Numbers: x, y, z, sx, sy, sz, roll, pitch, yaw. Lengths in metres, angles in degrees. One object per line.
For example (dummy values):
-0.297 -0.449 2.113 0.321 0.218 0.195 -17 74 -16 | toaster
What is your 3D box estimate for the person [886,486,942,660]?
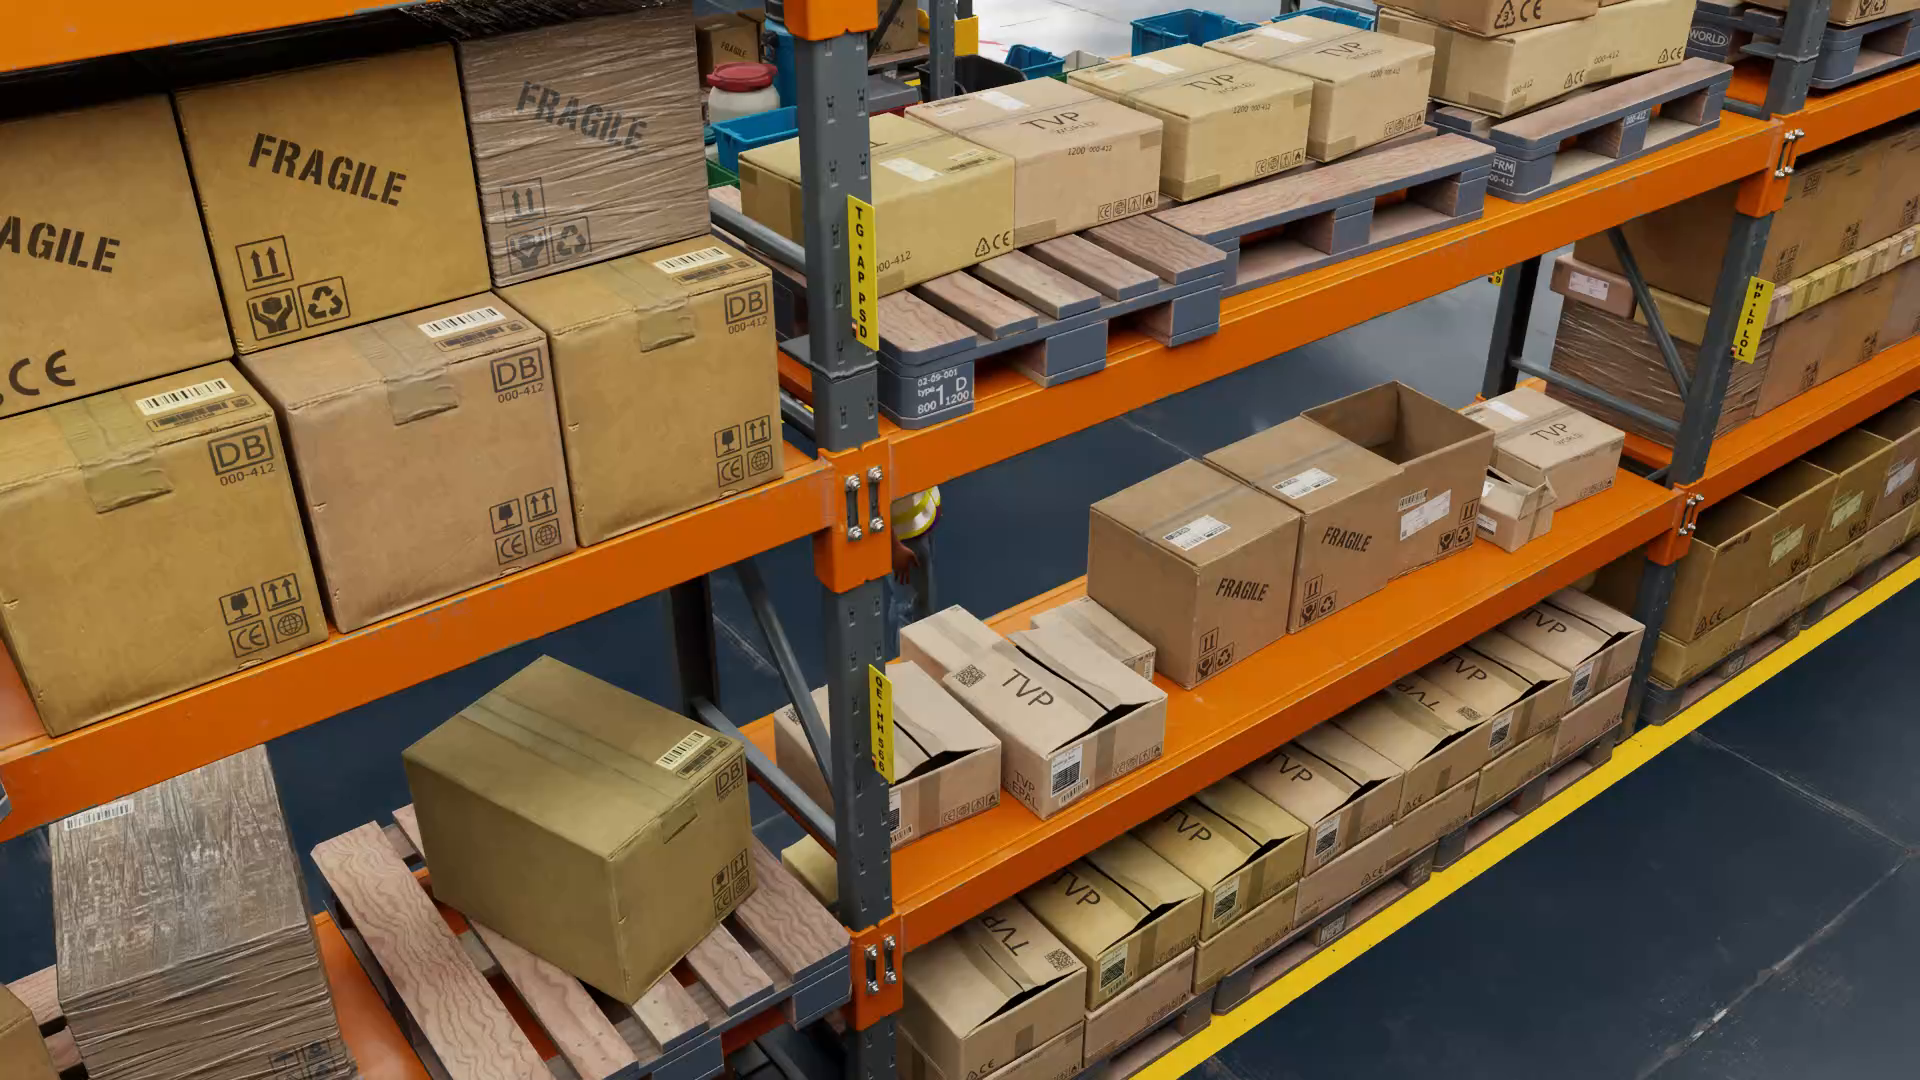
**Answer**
-0.167 -0.076 7.218 0.575 1.768 0.665 5 32 9 | person
